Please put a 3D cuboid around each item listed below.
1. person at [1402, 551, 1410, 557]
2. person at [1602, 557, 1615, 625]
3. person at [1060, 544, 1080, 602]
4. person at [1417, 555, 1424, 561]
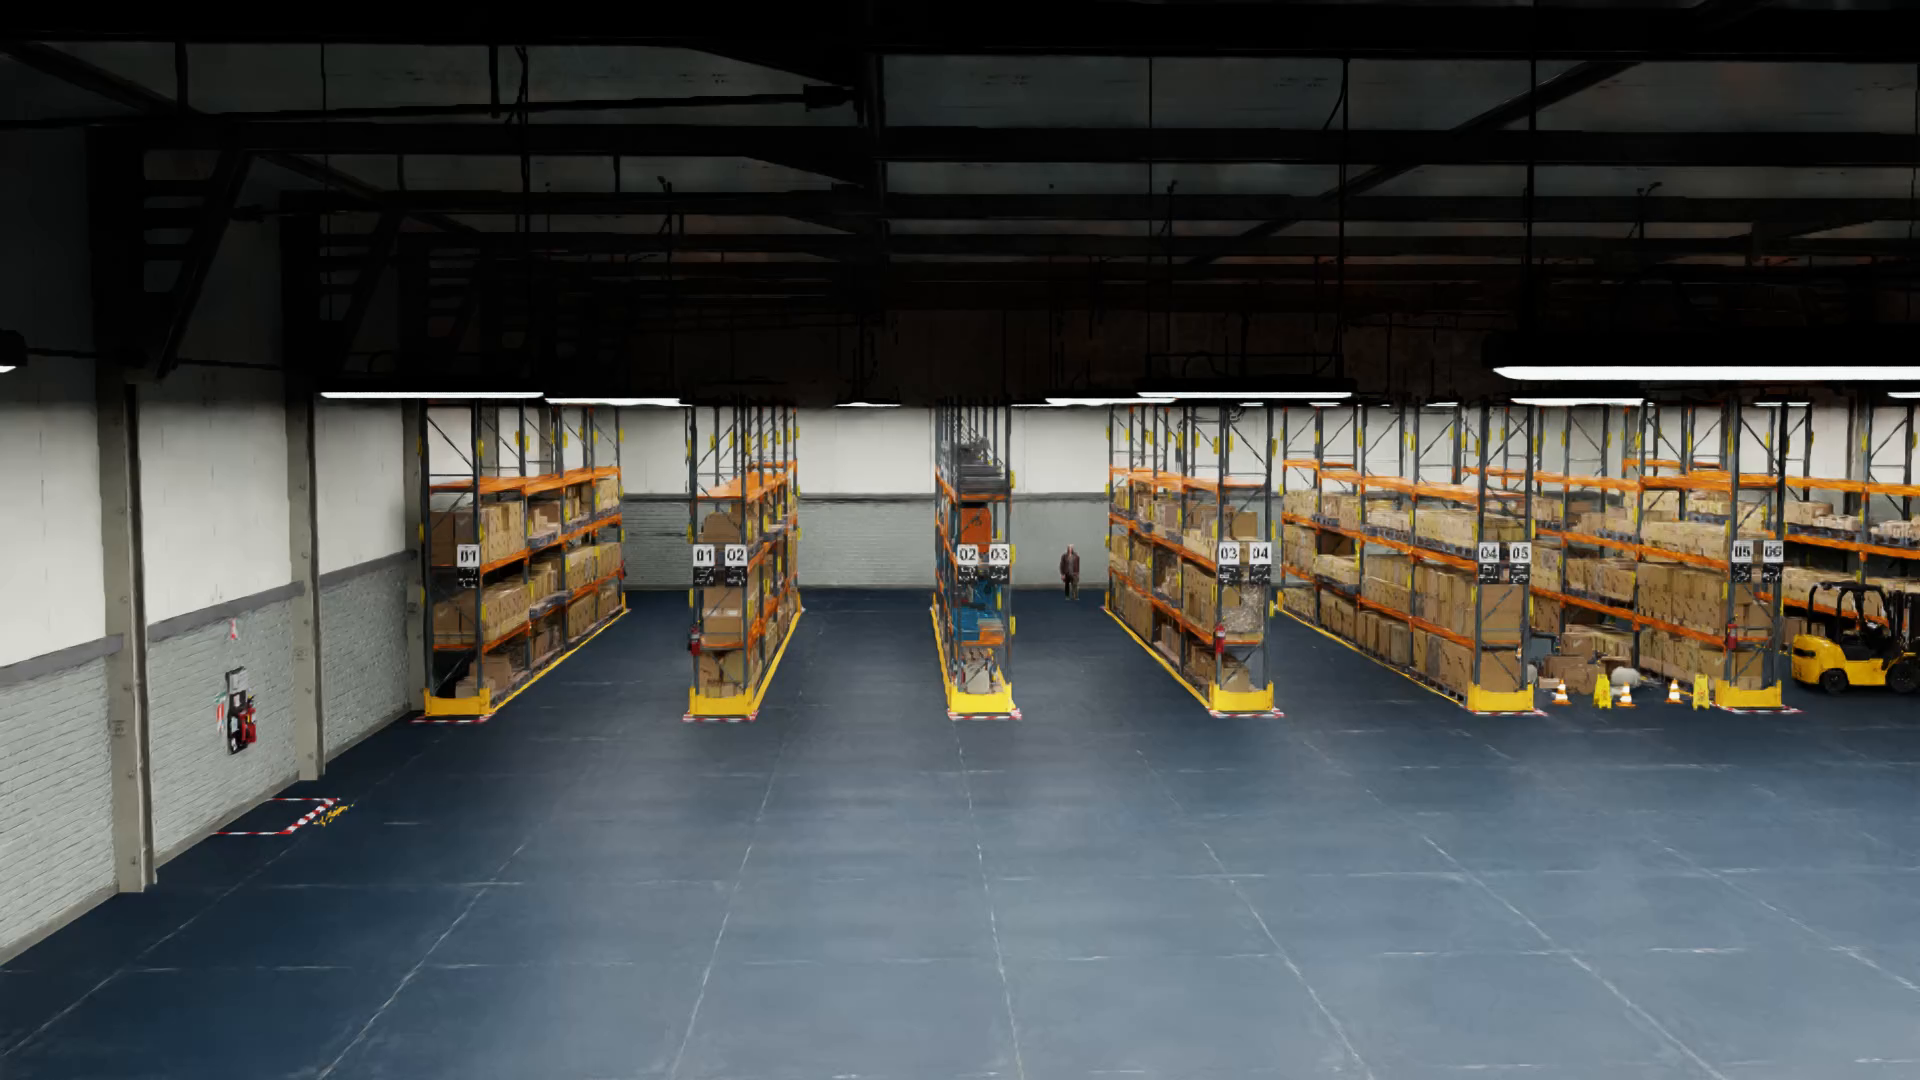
[{"bbox_3d":[12.606,1.113,46.992,0.524,1.787,0.753,0,5,-6],"label":"person"},{"bbox_3d":[17.137,1.338,44.238,0.581,1.785,0.664,2,5,21],"label":"person"},{"bbox_3d":[3.275,0.967,49.430,0.598,1.698,1.193,0,4,0],"label":"person"},{"bbox_3d":[13.883,0.874,50.576,0.430,1.720,0.652,-3,5,-33],"label":"person"}]
